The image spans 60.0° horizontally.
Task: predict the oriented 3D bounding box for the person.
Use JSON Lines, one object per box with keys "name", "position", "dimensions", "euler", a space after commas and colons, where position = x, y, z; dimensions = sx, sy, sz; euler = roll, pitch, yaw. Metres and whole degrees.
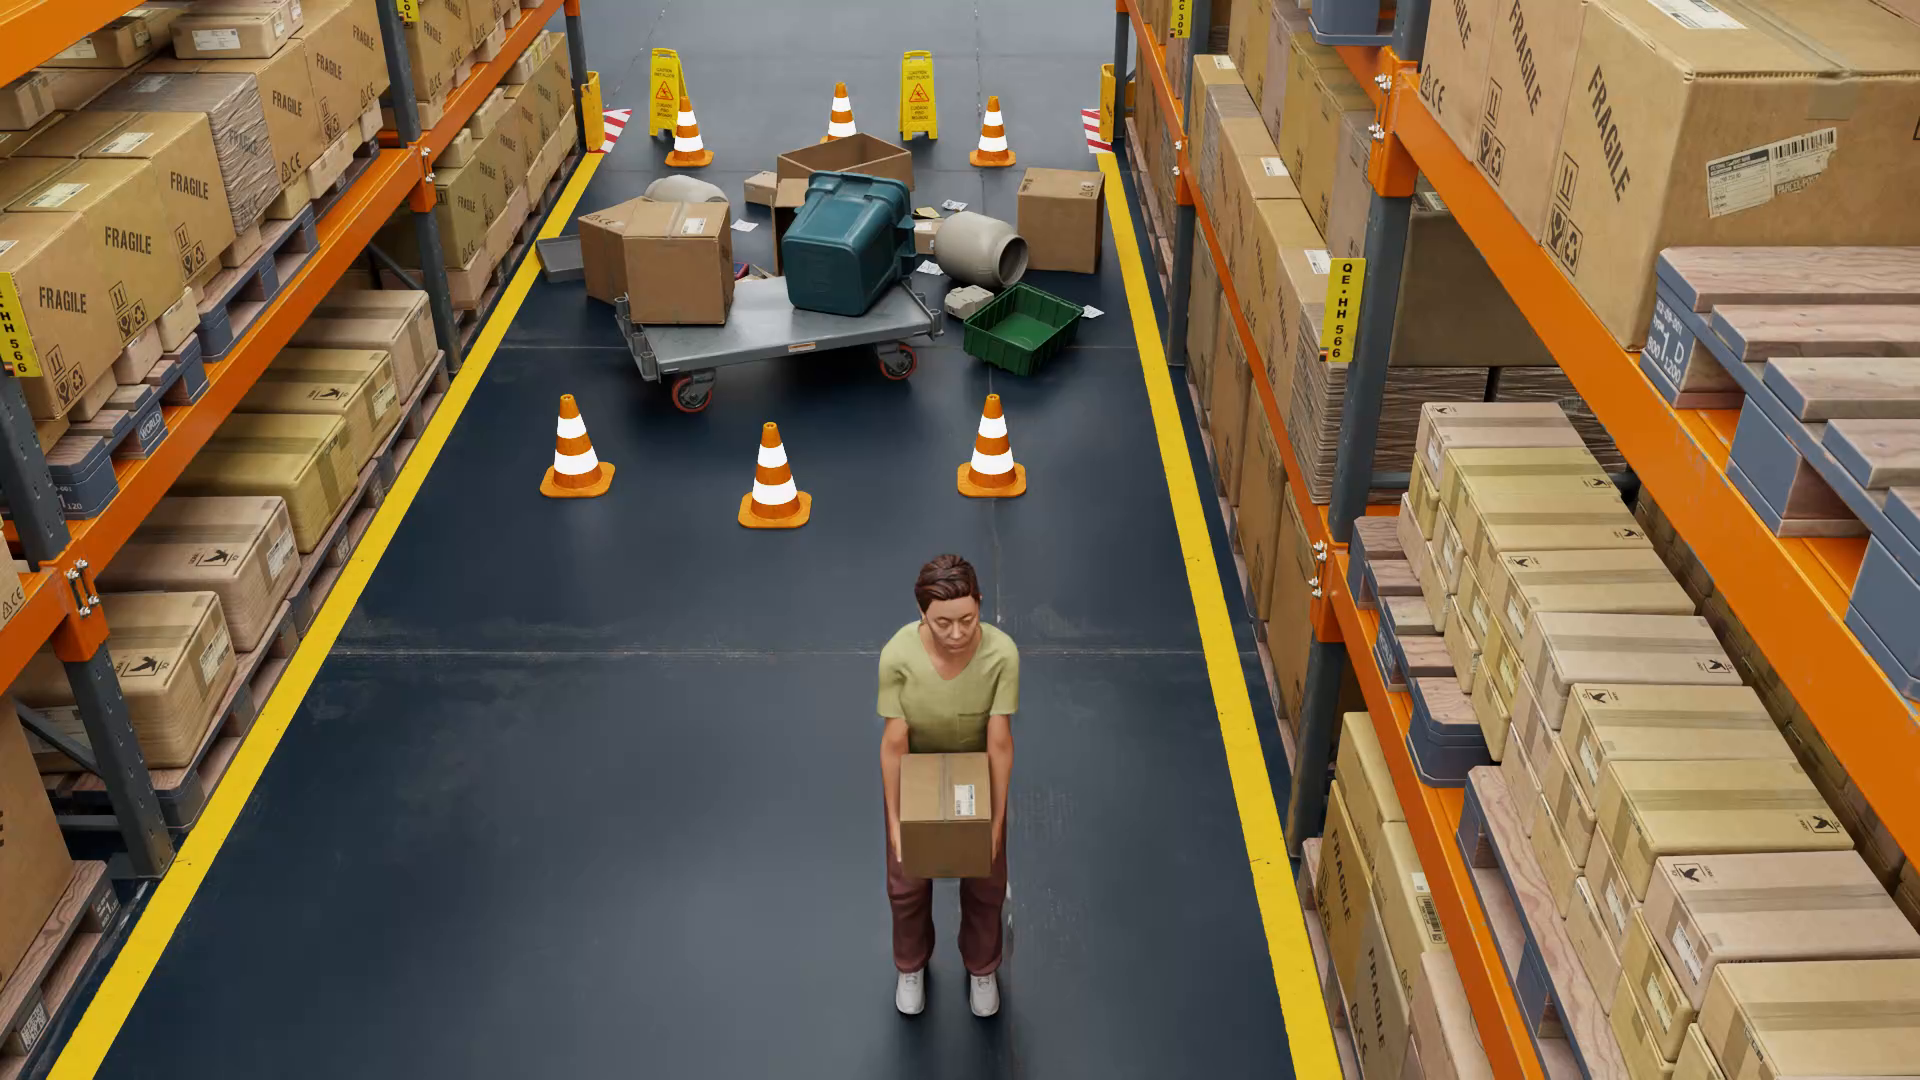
{"name": "person", "position": [-0.033, 0.876, 4.965], "dimensions": [0.409, 1.418, 0.511], "euler": [-1, 32, -1]}
